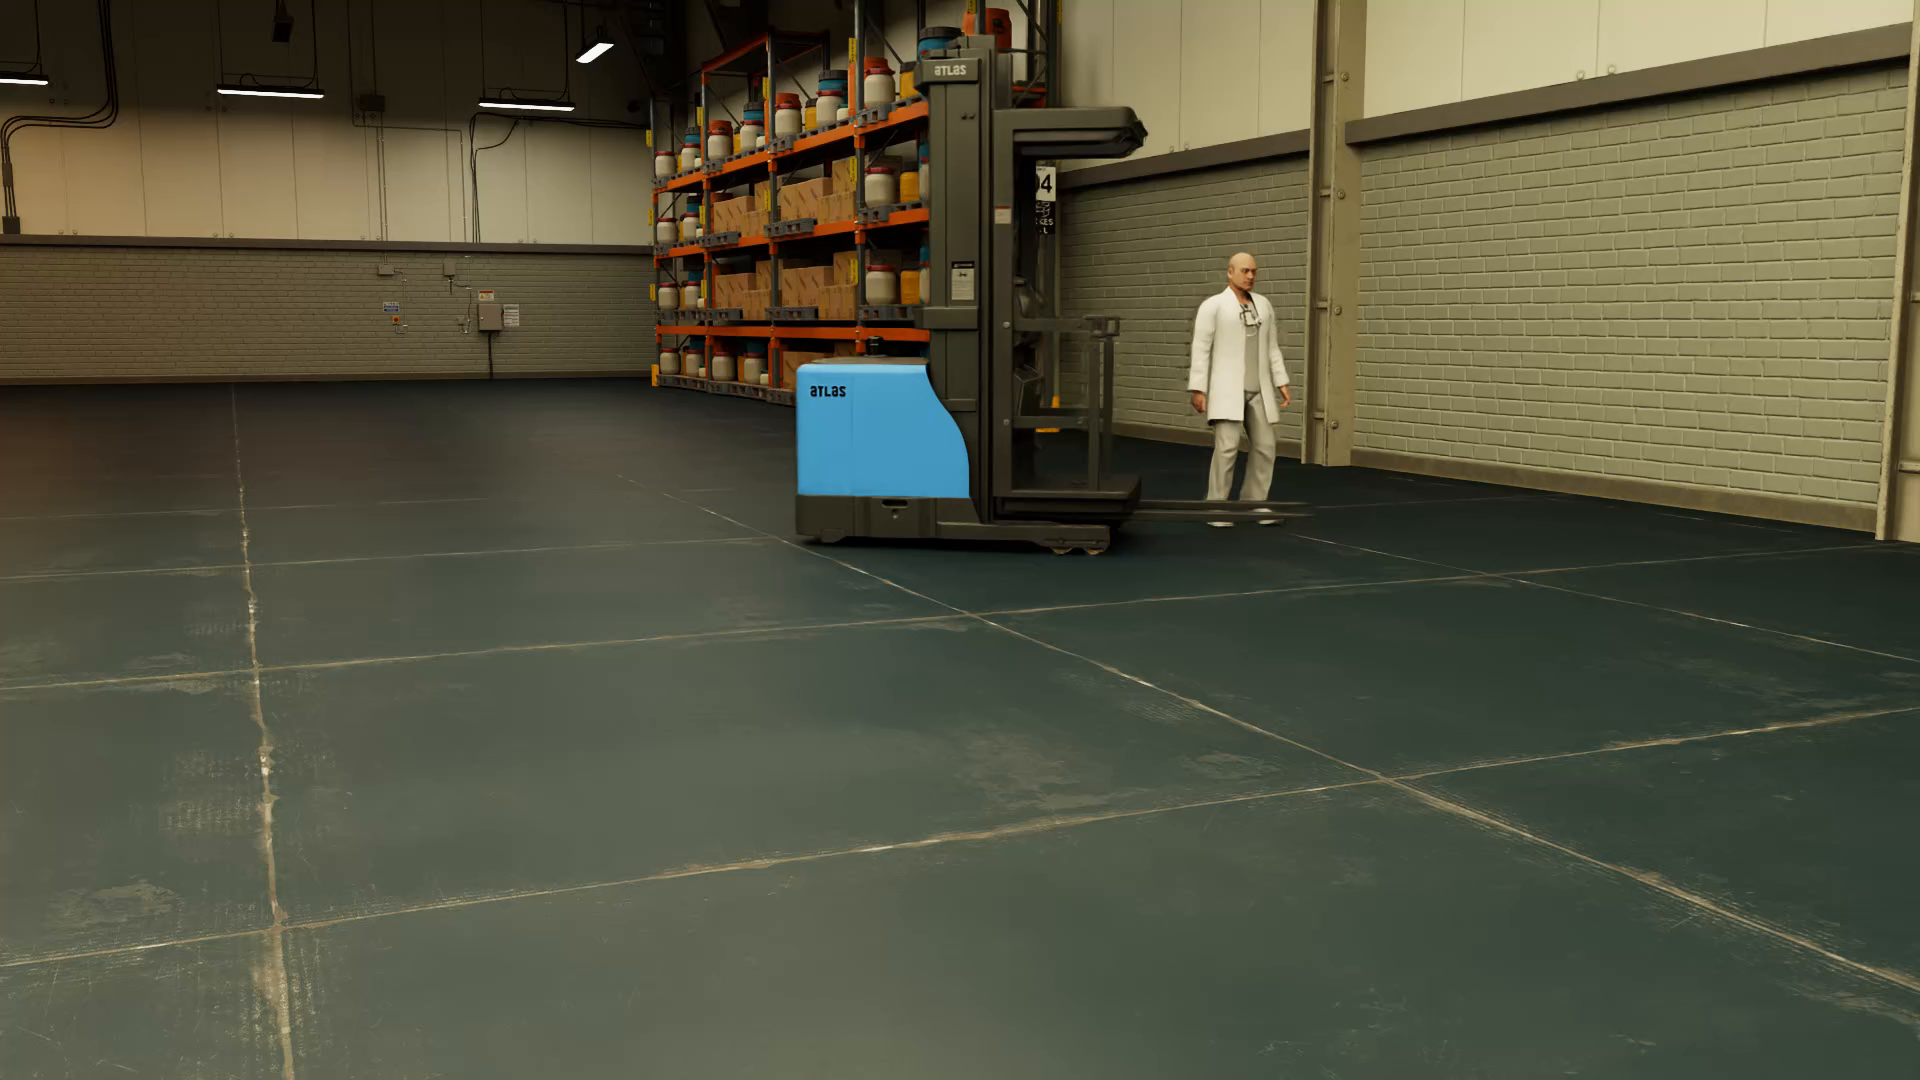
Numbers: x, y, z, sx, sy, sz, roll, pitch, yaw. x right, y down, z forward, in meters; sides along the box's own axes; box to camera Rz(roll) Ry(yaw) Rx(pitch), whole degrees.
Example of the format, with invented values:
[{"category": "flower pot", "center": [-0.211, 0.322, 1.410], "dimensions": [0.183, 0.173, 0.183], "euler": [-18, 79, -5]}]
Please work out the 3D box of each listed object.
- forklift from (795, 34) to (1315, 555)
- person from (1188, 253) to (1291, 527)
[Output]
[{"category": "forklift", "center": [0.584, -1.444, 9.895], "dimensions": [3.031, 2.935, 1.130], "euler": [1, 8, 9]}, {"category": "person", "center": [1.854, -0.972, 10.801], "dimensions": [0.724, 1.766, 0.440], "euler": [-3, 8, -21]}]
